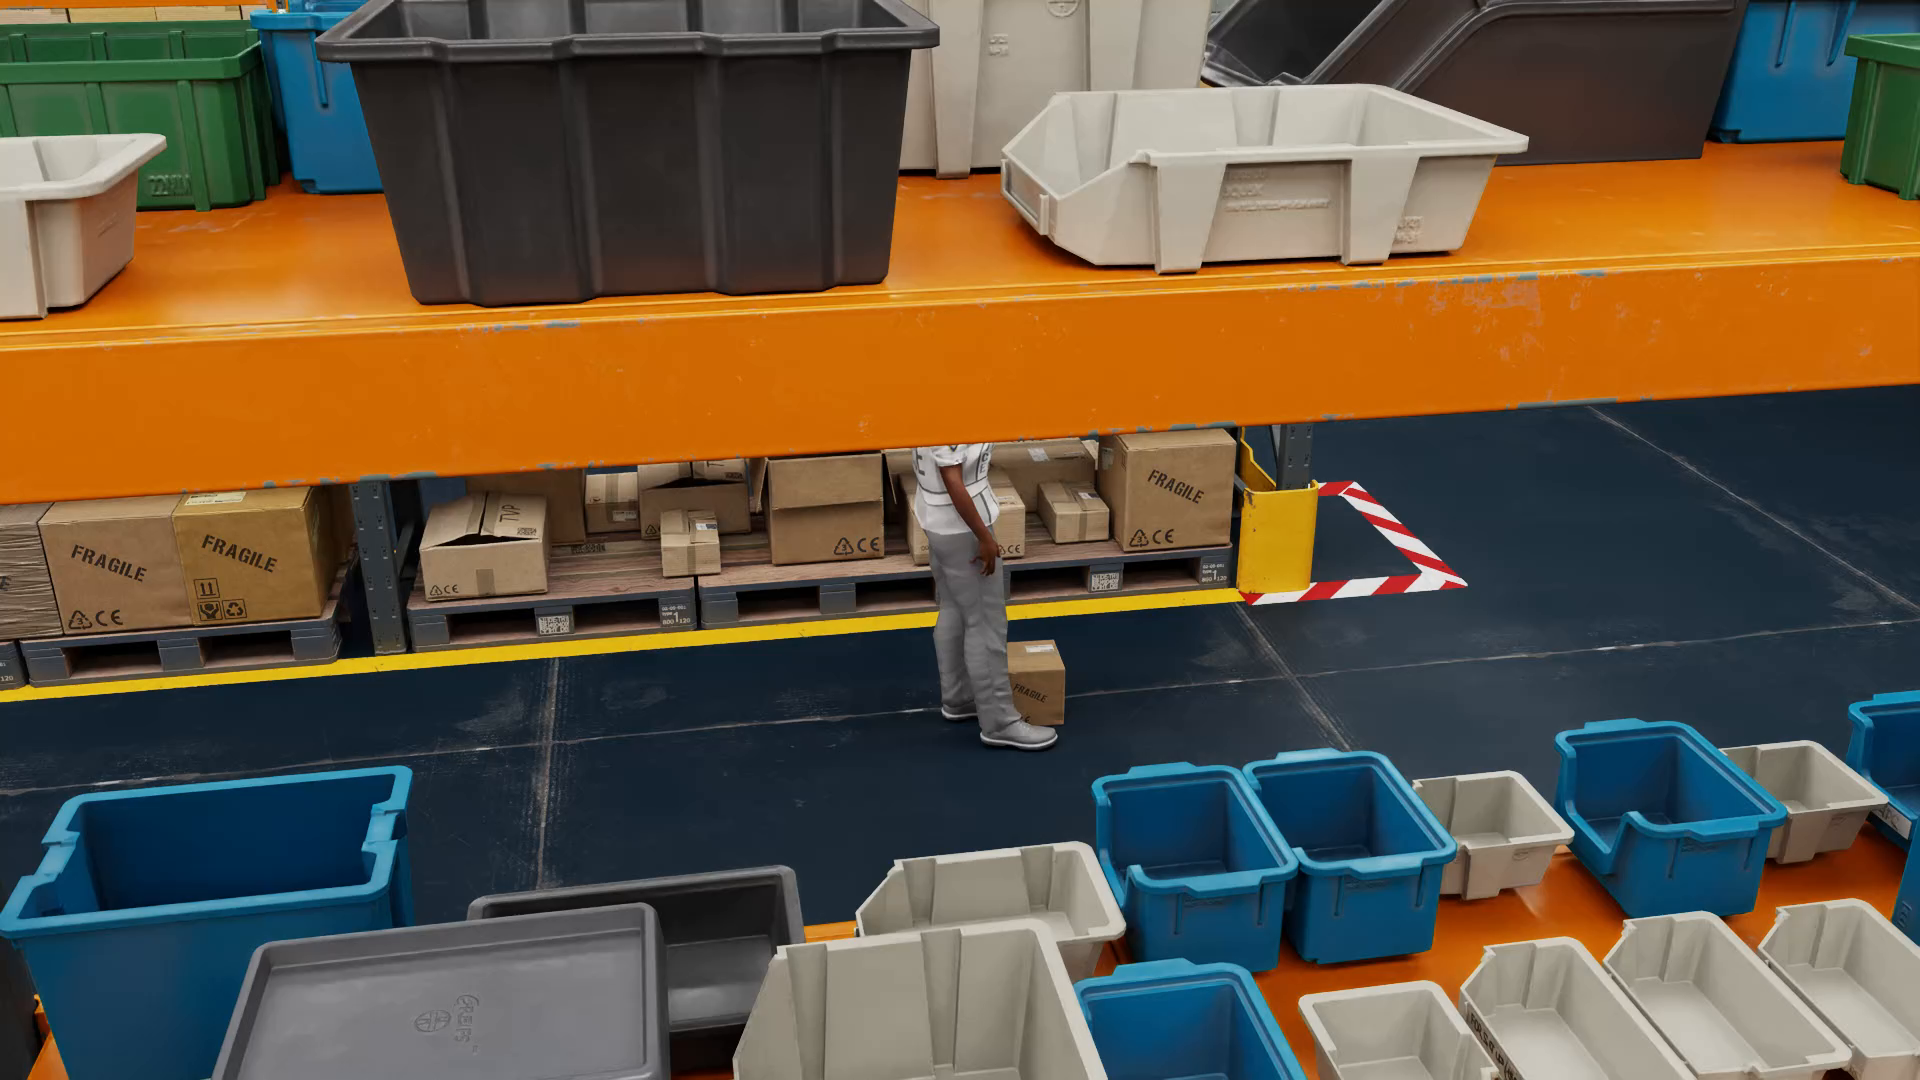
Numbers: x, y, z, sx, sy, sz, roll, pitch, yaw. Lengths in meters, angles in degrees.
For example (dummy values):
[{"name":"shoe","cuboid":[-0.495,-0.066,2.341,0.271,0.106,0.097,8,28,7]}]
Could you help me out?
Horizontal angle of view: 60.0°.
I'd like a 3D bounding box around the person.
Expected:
[{"name":"person","cuboid":[0.071,-0.075,6.206,0.529,1.695,0.570,-4,24,-10]}]
